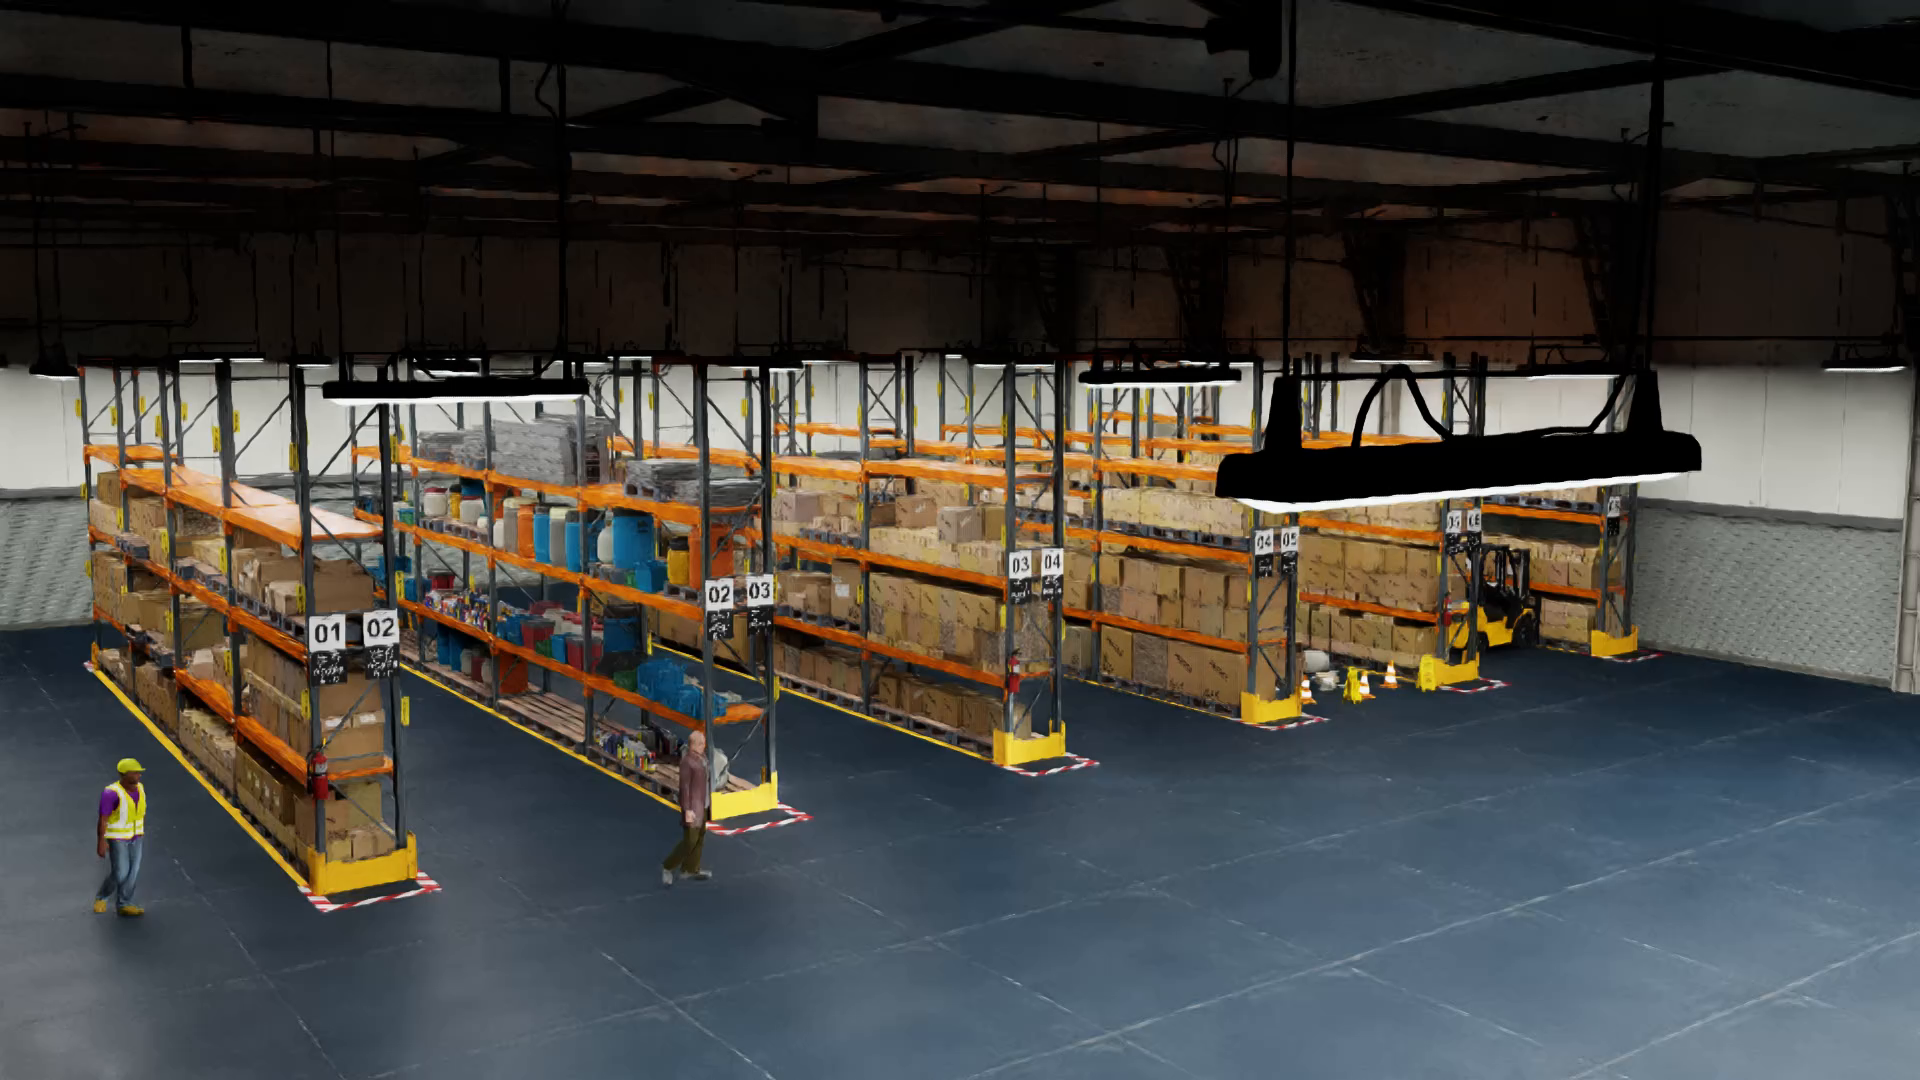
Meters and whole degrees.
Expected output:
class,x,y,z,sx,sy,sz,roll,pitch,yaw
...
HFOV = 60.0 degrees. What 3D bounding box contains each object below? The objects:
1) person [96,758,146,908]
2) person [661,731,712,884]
class,x,y,z,sx,sy,sz,roll,pitch,yaw
person,-9.201,3.227,18.253,0.545,1.698,0.614,2,7,18
person,-3.208,3.108,19.365,0.522,1.767,0.740,2,7,15
